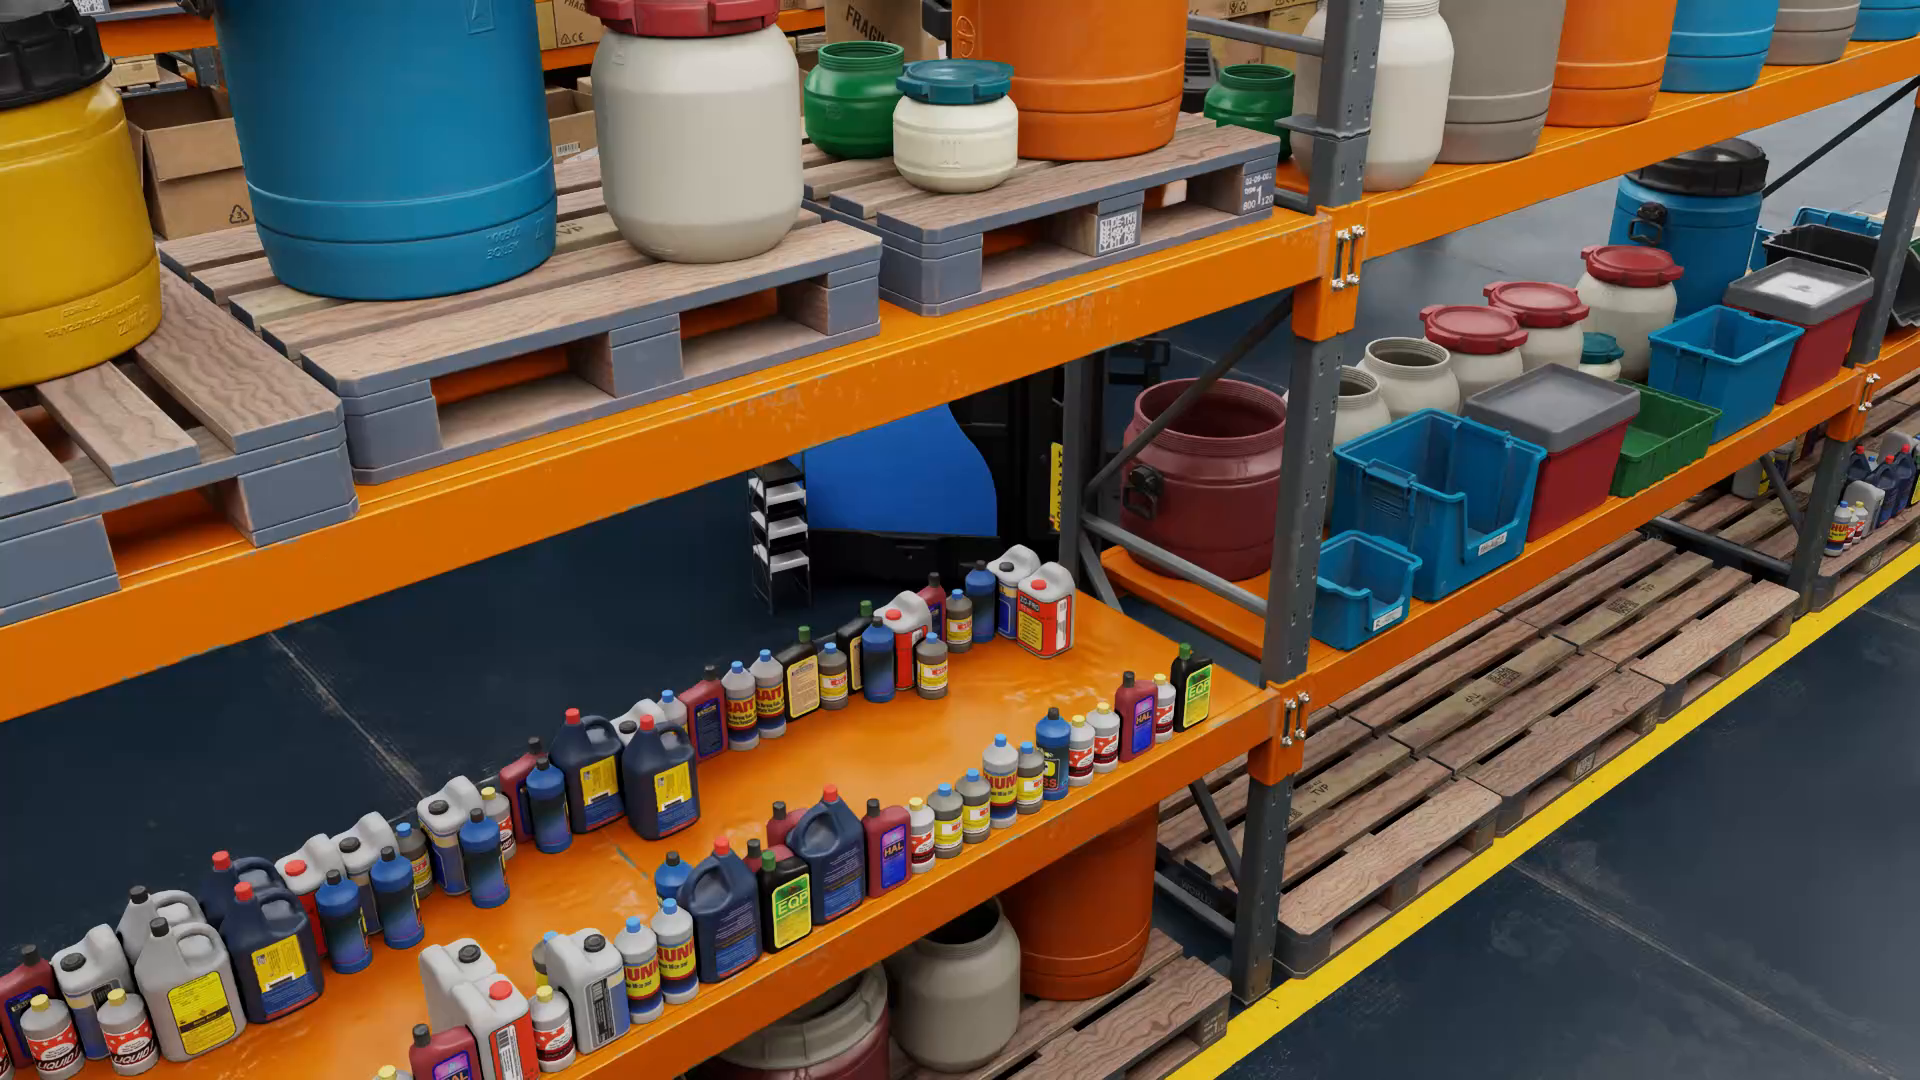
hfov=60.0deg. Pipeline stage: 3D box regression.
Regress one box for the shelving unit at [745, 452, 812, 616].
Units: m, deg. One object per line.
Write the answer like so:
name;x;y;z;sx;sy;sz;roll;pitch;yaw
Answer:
shelving unit;-0.875;-0.101;7.984;0.210;0.900;0.258;-14;31;-25

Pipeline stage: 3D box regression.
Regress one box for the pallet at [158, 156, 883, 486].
pallet;-0.939;-0.547;3.608;1.213;0.211;1.003;-22;35;-35

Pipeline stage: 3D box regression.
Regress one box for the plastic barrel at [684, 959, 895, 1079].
plastic barrel;-0.510;1.472;4.926;0.708;0.588;0.600;-22;35;-35

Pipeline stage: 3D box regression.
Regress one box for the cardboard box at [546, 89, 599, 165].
cardboard box;-2.119;-2.093;8.931;0.500;0.500;0.500;23;36;36

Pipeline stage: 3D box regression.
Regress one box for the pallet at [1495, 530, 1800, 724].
pallet;3.181;0.353;7.866;1.213;0.211;1.003;-22;35;-35

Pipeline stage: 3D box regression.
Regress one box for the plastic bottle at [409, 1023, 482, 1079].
plastic bottle;-1.101;1.136;3.565;0.133;0.283;0.061;-22;35;-35

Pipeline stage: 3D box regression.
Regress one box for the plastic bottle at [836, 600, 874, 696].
plastic bottle;-0.312;0.326;5.081;0.133;0.283;0.061;-22;35;-35

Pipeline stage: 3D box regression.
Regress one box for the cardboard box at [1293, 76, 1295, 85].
cardboard box;2.191;-3.311;12.029;0.250;0.149;0.380;-22;35;-35

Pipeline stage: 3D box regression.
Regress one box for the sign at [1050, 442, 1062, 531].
sign;0.348;-0.175;5.721;0.005;0.325;0.100;-22;35;-35

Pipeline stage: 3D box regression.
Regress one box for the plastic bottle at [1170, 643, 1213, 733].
plastic bottle;0.680;0.420;4.905;0.133;0.283;0.061;-22;35;-35

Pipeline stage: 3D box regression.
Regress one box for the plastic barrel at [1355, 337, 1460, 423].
plastic barrel;1.675;-0.477;6.342;0.421;0.512;0.421;0;28;0

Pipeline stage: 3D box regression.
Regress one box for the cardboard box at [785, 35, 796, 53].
cardboard box;-2.080;-4.132;15.108;0.875;0.875;0.875;-21;35;-34

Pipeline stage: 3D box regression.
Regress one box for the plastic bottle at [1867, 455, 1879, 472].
plastic bottle;4.669;-0.308;8.572;0.097;0.271;0.097;0;28;0

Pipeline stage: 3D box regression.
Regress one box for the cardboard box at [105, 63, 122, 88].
cardboard box;-5.914;-3.176;11.332;0.250;0.149;0.380;-22;35;-35

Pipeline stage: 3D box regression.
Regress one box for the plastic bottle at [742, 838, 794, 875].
plastic bottle;-0.471;0.846;4.109;0.133;0.283;0.061;-22;35;-35

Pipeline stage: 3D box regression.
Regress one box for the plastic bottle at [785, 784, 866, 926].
plastic bottle;-0.338;0.774;4.171;0.185;0.351;0.144;-22;35;-35

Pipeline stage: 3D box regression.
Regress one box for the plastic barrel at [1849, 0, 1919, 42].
plastic barrel;3.507;-2.442;6.423;0.708;0.901;0.600;-22;35;-35

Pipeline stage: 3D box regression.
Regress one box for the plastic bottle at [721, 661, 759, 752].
plastic bottle;-0.638;0.474;4.817;0.097;0.271;0.097;0;28;0

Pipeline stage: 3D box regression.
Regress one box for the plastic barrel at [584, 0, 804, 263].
plastic barrel;-0.540;-0.879;3.441;0.433;0.535;0.433;0;28;0

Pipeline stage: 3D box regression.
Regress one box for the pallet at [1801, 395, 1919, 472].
pallet;5.220;-0.467;9.400;1.213;0.211;1.003;-22;35;-35

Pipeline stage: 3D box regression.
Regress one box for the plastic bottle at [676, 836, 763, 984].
plastic bottle;-0.580;0.871;3.989;0.185;0.351;0.144;-22;35;-35

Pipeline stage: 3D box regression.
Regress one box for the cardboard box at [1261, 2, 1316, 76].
cardboard box;2.047;-3.666;12.005;0.500;0.500;0.875;-22;35;-35

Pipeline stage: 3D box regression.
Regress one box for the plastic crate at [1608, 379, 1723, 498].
plastic crate;2.612;-0.404;6.548;0.662;0.188;0.450;-22;35;-35

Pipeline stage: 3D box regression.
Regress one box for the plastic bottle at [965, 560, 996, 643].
plastic bottle;0.066;0.191;5.346;0.097;0.271;0.097;0;28;0

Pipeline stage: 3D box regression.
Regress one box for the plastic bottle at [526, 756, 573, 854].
plastic bottle;-1.091;0.694;4.406;0.097;0.271;0.097;0;28;0

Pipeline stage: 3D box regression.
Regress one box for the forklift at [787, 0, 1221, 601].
forklift;0.683;-1.254;7.986;3.031;2.935;1.130;3;28;5

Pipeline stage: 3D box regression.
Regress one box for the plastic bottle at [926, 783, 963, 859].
plastic bottle;-0.040;0.735;4.404;0.097;0.201;0.097;0;28;0

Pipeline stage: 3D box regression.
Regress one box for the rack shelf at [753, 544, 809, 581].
rack shelf;-0.875;0.087;8.085;0.200;0.077;0.258;-14;31;-25

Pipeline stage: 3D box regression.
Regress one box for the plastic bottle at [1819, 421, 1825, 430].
plastic bottle;4.878;-0.767;9.431;0.097;0.271;0.097;0;28;0

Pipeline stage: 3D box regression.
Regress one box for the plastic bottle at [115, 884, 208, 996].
plastic bottle;-1.846;0.939;3.862;0.185;0.351;0.144;-22;35;-35

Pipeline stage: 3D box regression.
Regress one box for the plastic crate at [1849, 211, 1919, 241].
plastic crate;4.824;-1.603;8.846;0.437;0.136;0.530;-22;35;-35

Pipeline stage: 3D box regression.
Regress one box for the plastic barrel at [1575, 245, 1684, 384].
plastic barrel;2.883;-0.977;7.252;0.433;0.535;0.433;0;28;0

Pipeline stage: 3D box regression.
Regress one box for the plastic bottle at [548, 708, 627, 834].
plastic bottle;-1.008;0.602;4.493;0.185;0.351;0.144;-22;35;-35

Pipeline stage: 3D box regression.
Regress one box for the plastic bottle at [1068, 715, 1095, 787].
plastic bottle;0.330;0.586;4.682;0.097;0.201;0.097;0;28;0

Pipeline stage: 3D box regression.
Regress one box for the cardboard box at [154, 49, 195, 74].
cardboard box;-7.944;-4.661;16.632;0.625;0.372;0.950;-23;36;-36

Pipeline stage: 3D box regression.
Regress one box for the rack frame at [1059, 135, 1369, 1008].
rack frame;0.710;0.092;5.395;0.127;3.000;1.000;-22;35;-35

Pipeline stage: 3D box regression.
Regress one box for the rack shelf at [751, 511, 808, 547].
rack shelf;-0.875;-0.072;8.000;0.200;0.077;0.258;-14;31;-25

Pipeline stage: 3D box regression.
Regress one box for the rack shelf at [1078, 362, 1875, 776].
rack shelf;2.232;-0.202;6.709;4.000;0.370;1.077;-22;35;-35

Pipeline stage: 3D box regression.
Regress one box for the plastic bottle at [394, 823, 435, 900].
plastic bottle;-1.408;0.815;4.254;0.097;0.201;0.097;0;28;0

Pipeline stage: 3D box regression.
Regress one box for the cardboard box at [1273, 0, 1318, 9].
cardboard box;2.179;-4.033;11.632;0.500;0.500;0.500;-22;35;-35

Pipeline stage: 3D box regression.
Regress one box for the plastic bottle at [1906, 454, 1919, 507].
plastic bottle;4.933;-0.319;8.579;0.133;0.283;0.061;-20;34;-33

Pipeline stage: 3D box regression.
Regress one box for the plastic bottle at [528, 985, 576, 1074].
plastic bottle;-0.923;1.090;3.739;0.097;0.201;0.097;0;28;0

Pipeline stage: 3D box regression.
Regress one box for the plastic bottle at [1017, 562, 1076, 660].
plastic bottle;0.270;0.218;5.291;0.135;0.276;0.152;-22;35;-35

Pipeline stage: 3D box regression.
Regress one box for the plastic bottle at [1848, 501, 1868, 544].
plastic bottle;4.435;-0.094;8.245;0.097;0.201;0.097;0;28;0

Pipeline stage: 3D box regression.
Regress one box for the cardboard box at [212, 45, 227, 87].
cardboard box;-5.130;-3.578;12.156;0.500;0.500;0.500;-21;35;-34

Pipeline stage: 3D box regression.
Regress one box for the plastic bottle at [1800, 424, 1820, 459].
plastic bottle;4.644;-0.596;9.097;0.133;0.283;0.061;-22;35;-35

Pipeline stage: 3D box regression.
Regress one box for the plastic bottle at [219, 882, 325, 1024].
plastic bottle;-1.611;0.934;3.872;0.185;0.351;0.144;-22;35;-35

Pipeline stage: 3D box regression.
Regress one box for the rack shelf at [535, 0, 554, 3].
rack shelf;-0.983;-3.301;9.325;4.000;0.370;1.077;-22;35;-35

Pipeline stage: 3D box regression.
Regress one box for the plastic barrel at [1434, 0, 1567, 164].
plastic barrel;1.476;-1.625;4.894;0.600;0.901;0.600;0;28;0
